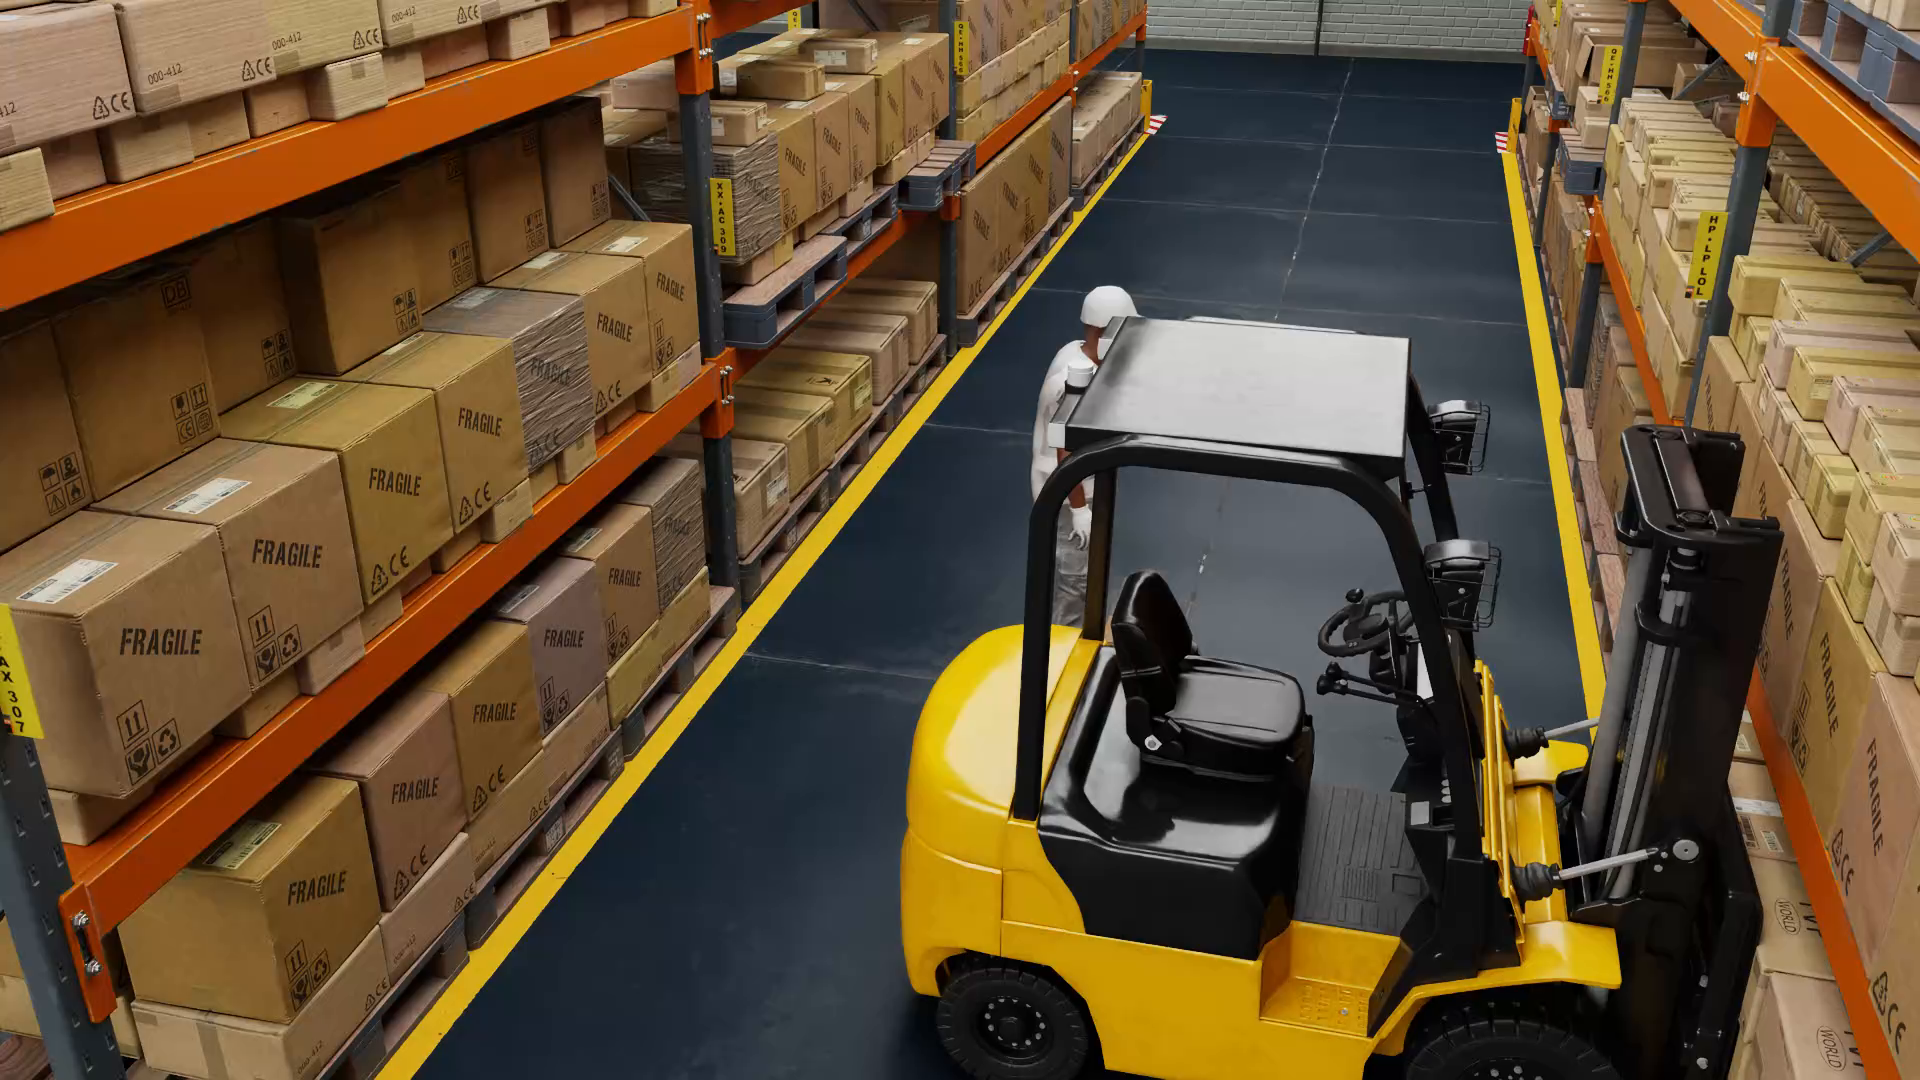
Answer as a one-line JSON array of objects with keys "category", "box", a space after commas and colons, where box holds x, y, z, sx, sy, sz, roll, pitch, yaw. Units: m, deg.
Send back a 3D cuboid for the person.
[{"category": "person", "box": [0.531, -0.205, 7.032, 0.448, 1.774, 0.628, 5, 26, 10]}]
